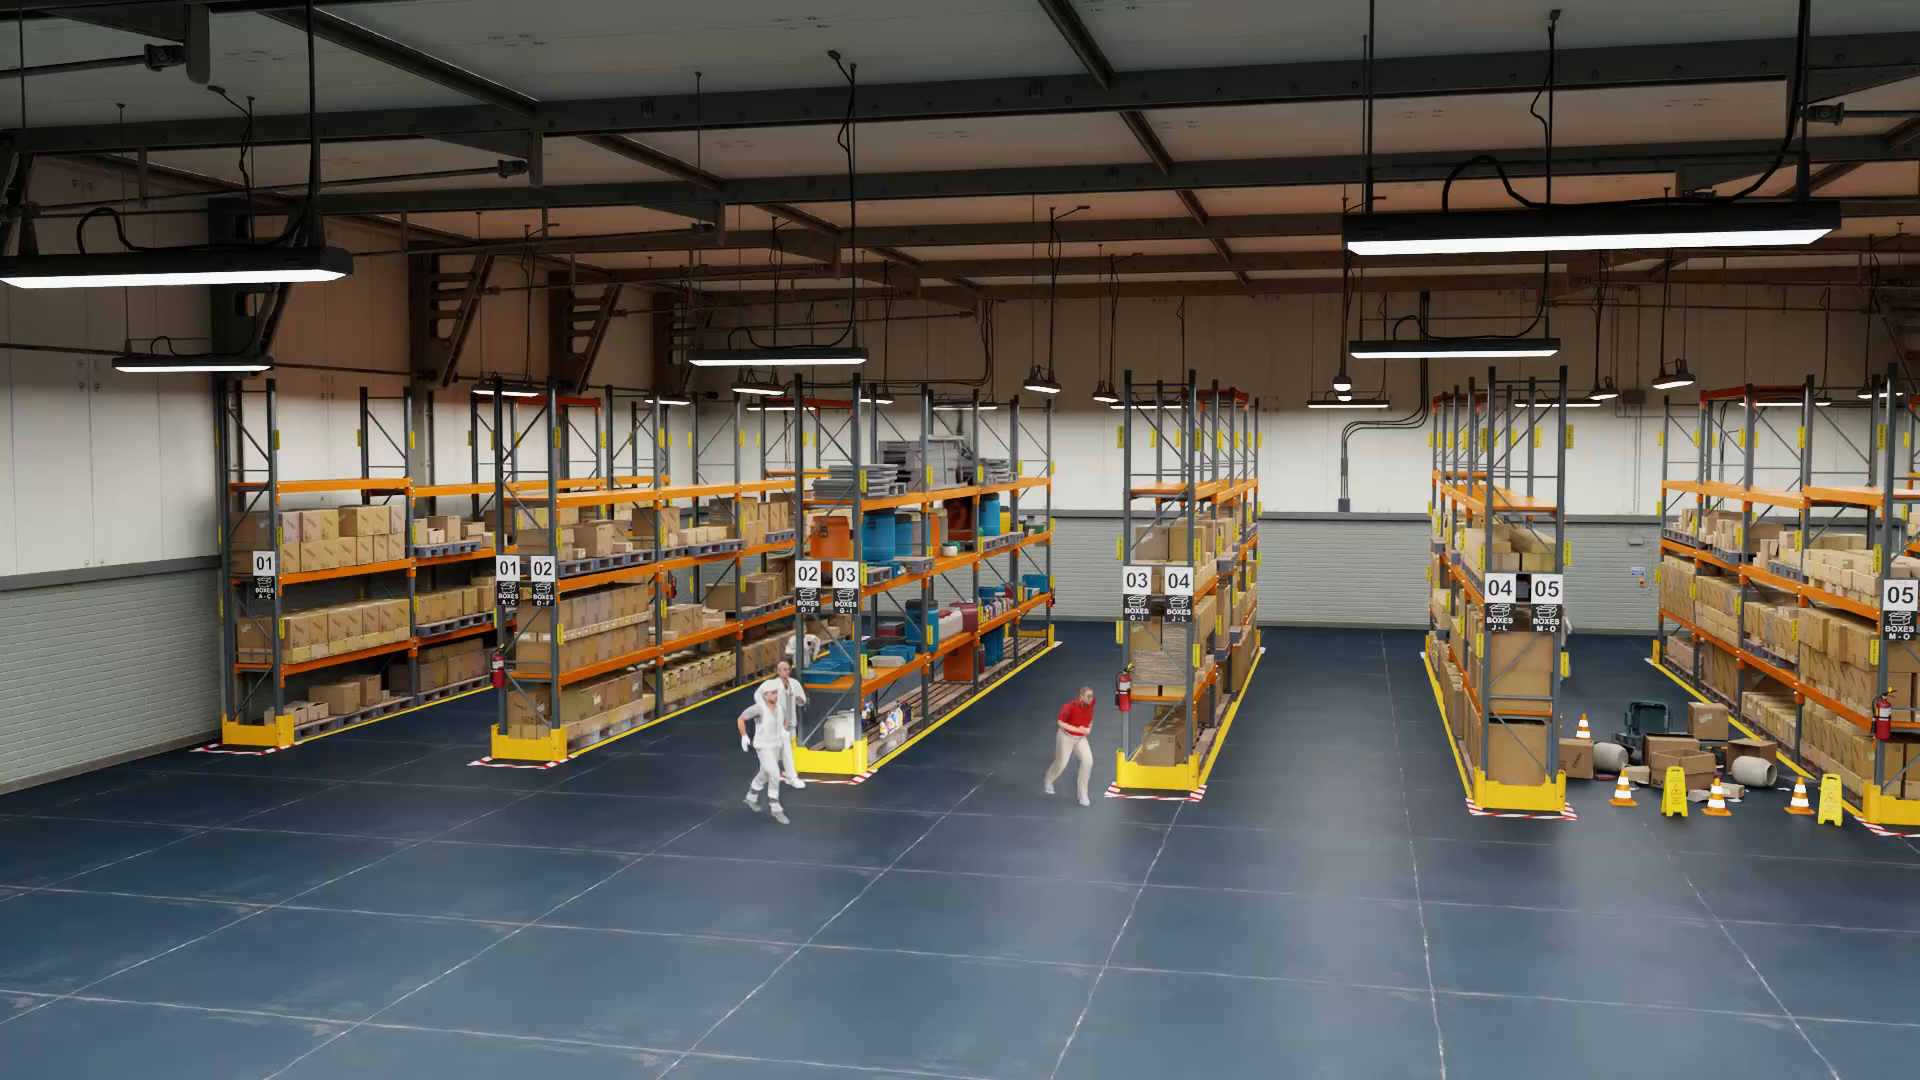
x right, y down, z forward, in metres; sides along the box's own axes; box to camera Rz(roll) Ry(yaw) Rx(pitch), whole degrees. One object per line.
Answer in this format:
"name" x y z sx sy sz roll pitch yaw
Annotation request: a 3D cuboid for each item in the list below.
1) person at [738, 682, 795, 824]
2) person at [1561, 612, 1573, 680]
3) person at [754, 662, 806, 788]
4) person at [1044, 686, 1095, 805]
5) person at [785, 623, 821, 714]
"person" -2.549 2.776 21.936 0.895 1.835 0.650 2 4 36
"person" 12.456 2.139 34.698 0.521 1.567 0.540 0 3 5
"person" -2.568 2.635 24.061 0.701 1.767 1.063 -3 5 -41
"person" 1.532 2.834 23.128 0.707 1.696 1.014 -2 4 -35
"person" -2.900 2.334 30.812 0.604 1.701 0.912 0 3 6
